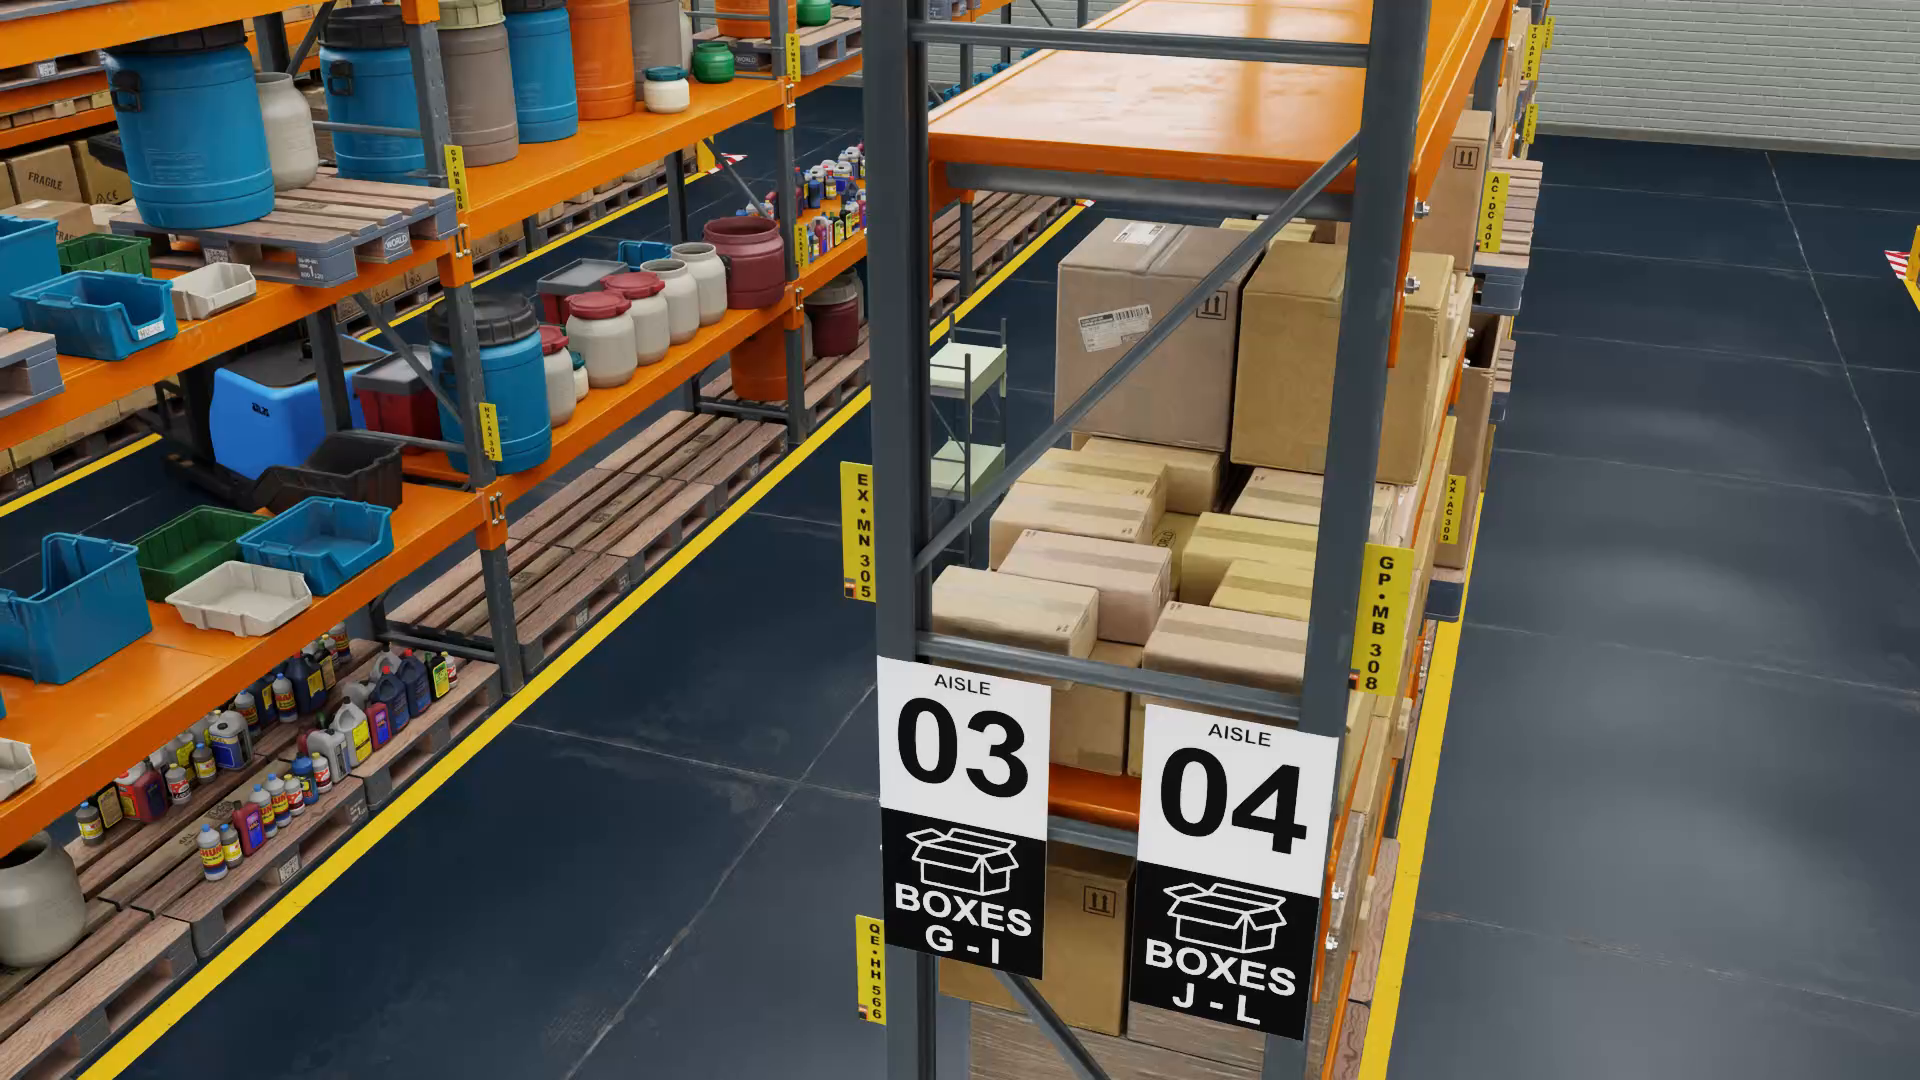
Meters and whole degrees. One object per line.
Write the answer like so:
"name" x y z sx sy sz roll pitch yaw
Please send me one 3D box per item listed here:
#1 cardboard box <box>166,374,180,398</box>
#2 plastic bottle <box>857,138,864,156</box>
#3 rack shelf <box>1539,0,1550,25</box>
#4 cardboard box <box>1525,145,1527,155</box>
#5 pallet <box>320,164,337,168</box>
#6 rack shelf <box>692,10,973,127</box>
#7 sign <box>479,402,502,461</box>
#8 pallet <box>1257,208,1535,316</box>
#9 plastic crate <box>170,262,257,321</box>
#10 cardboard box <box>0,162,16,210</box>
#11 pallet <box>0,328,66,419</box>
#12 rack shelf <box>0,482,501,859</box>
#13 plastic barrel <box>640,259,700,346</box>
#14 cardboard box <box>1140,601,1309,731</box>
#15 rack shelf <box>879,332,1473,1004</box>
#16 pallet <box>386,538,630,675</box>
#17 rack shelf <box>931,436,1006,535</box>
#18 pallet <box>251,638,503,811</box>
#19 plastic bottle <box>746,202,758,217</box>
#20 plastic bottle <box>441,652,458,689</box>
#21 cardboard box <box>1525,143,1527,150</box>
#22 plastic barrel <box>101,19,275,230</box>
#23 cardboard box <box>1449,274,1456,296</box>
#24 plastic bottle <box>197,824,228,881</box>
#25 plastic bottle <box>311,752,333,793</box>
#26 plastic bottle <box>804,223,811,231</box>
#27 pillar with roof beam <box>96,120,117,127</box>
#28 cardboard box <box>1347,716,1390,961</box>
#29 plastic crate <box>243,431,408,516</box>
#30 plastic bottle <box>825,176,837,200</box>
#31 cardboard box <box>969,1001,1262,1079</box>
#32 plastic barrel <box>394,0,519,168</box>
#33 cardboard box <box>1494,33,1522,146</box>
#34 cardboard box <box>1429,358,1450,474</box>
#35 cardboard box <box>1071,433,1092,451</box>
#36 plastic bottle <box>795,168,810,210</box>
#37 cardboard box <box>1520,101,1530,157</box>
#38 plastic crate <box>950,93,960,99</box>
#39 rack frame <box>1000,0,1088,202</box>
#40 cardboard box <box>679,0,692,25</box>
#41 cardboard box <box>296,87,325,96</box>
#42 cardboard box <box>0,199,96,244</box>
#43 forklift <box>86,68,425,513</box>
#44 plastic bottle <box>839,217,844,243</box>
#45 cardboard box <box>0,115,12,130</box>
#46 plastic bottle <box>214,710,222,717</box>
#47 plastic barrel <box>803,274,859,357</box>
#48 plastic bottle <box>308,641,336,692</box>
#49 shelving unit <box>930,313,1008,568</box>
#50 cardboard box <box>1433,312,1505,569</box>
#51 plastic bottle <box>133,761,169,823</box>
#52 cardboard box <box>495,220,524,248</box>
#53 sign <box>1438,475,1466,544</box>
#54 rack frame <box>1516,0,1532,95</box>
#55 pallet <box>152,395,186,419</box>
"cardboard box" -6.482 -1.390 13.575 0.500 0.250 0.500 8 27 17
"plastic bottle" -0.937 -3.630 15.662 0.061 0.283 0.133 9 27 17
"rack shelf" 4.968 -4.956 15.651 1.077 0.370 4.000 9 27 17
"cardboard box" 5.317 -3.816 16.202 0.380 0.149 0.250 9 27 18
"pallet" -5.726 -3.616 15.719 1.003 0.211 1.213 9 27 17
"rack shelf" -1.034 -4.030 13.739 1.077 0.370 4.000 9 27 17
"sign" -2.515 -0.579 8.909 0.100 0.325 0.005 9 27 17
"pallet" 1.946 -1.324 7.539 1.213 0.211 1.003 9 27 17
"plastic crate" -3.183 -1.052 7.064 0.243 0.136 0.396 9 27 17
"cardboard box" -10.376 -3.483 17.209 0.750 0.750 0.750 9 27 17
"pallet" -3.994 -0.485 5.809 1.003 0.211 1.213 9 27 17
"rack shelf" -3.696 0.607 7.603 1.077 0.370 4.000 9 27 17
"plastic barrel" -1.980 -1.606 11.220 0.421 0.512 0.421 0 26 0
"cardboard box" 0.619 0.282 3.722 0.380 0.149 0.250 9 27 17
"rack shelf" 0.975 -0.025 5.466 1.077 0.370 4.000 9 27 17
"pallet" -2.806 0.388 10.429 1.003 0.211 1.213 9 27 17
"rack shelf" -0.002 -0.379 11.283 0.431 0.370 0.720 9 27 17
"pallet" -3.293 0.987 9.194 1.003 0.211 1.213 9 27 17
"plastic bottle" -1.705 -2.652 13.656 0.097 0.271 0.097 0 26 0
"plastic bottle" -2.857 0.717 9.256 0.097 0.201 0.097 0 26 0
"cardboard box" 5.215 -3.948 16.016 0.500 0.250 0.500 9 27 18
"plastic barrel" -3.463 -1.910 7.476 0.600 0.901 0.708 9 27 17
"cardboard box" 1.628 -0.895 6.152 0.380 0.149 0.250 7 27 15
"plastic bottle" -3.464 1.435 7.693 0.097 0.271 0.097 0 26 0
"plastic bottle" -3.216 1.160 8.342 0.097 0.201 0.097 0 26 0
"plastic bottle" -1.220 -2.424 13.267 0.097 0.201 0.097 0 26 0
"pillar with roof beam" -6.234 -7.752 17.157 9.100 9.000 0.400 9 27 17
"cardboard box" 0.922 0.804 4.768 0.500 0.500 0.500 9 27 17
"plastic crate" -3.325 -0.314 8.751 0.767 0.338 0.504 9 27 17
"plastic bottle" -1.143 -3.115 14.694 0.097 0.201 0.097 0 26 0
"cardboard box" 0.518 1.423 4.637 0.875 0.500 0.500 9 27 17
"plastic barrel" -2.848 -2.623 9.432 0.600 0.901 0.600 0 26 0
"cardboard box" 2.709 -2.438 8.937 0.500 0.500 0.500 9 27 18
"cardboard box" 1.387 -0.454 5.700 0.500 0.250 0.500 9 27 17
"cardboard box" 0.547 -0.331 4.988 0.380 0.149 0.250 7 27 15
"plastic bottle" -1.388 -3.048 14.383 0.144 0.351 0.185 9 27 17
"cardboard box" 4.703 -3.671 14.584 0.500 0.500 0.500 9 27 17
"plastic crate" 0.165 -4.212 16.589 0.402 0.464 0.583 9 27 17
"rack frame" 0.963 -5.470 19.329 1.000 3.000 0.127 9 27 17
"cardboard box" -3.596 -6.462 20.116 0.500 0.500 0.500 9 27 17
"cardboard box" -8.473 -5.776 21.603 0.380 0.149 0.250 9 27 19
"cardboard box" -6.912 -2.255 12.574 0.500 0.500 0.500 7 27 15
"forklift" -5.348 -1.898 12.031 3.031 2.935 1.130 20 32 36
"plastic bottle" -0.988 -2.512 13.448 0.097 0.201 0.097 0 26 0
"cardboard box" -10.119 -4.355 17.292 0.380 0.149 0.250 10 27 19
"plastic bottle" -3.869 0.985 8.703 0.097 0.201 0.097 0 26 0
"plastic barrel" -1.177 -1.953 14.351 0.600 0.588 0.708 9 27 17
"plastic bottle" -3.531 0.706 9.186 0.061 0.283 0.133 9 27 17
"shelving unit" -0.002 -0.672 11.141 0.431 1.500 0.755 9 27 17
"cardboard box" 2.037 -0.585 8.070 1.000 1.000 1.000 9 27 18
"plastic bottle" -3.953 1.227 8.109 0.061 0.283 0.133 9 27 17
"cardboard box" -4.932 -3.374 17.364 0.500 0.500 0.500 9 27 17
"sign" 2.155 -0.134 7.315 0.100 0.325 0.005 9 27 17
"rack frame" 2.971 -4.164 9.748 1.000 3.000 0.127 9 27 17
"pallet" -6.680 -1.314 13.946 1.003 0.211 1.213 9 27 17
